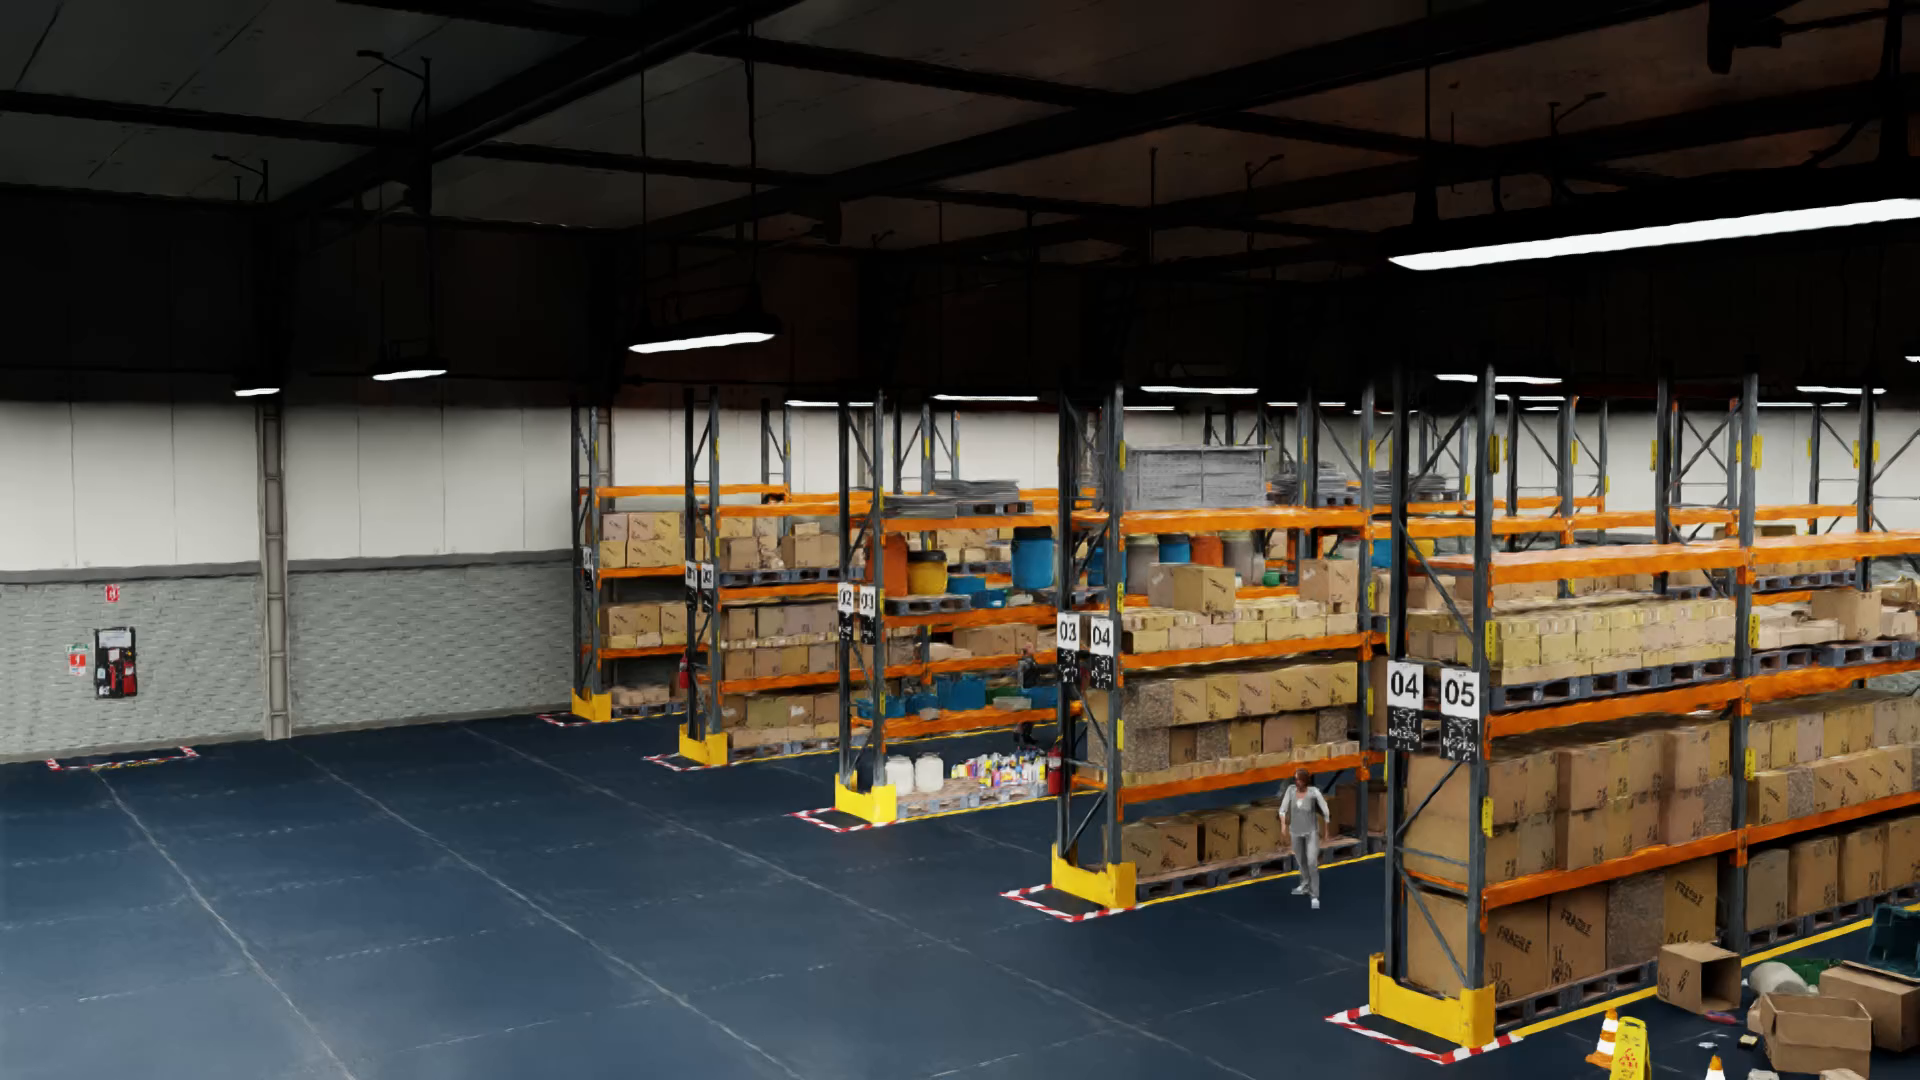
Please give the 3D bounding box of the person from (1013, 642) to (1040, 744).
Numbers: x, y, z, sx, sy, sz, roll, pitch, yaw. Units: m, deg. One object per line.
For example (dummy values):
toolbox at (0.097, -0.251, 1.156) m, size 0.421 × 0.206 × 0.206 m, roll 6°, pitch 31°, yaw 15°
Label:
person at (1.145, 2.602, 28.281) m, size 0.447 × 1.719 × 0.574 m, roll 2°, pitch 4°, yaw 29°

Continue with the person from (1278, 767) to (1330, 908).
person at (3.868, 3.292, 18.548) m, size 0.574 × 1.498 × 0.749 m, roll 2°, pitch 4°, yaw 35°

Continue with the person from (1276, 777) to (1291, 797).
person at (4.615, 2.940, 23.361) m, size 1.088 × 1.576 × 0.456 m, roll -2°, pitch 4°, yaw -32°

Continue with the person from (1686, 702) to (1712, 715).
person at (9.994, 2.903, 22.491) m, size 0.613 × 1.785 × 0.494 m, roll 0°, pitch 3°, yaw -5°
